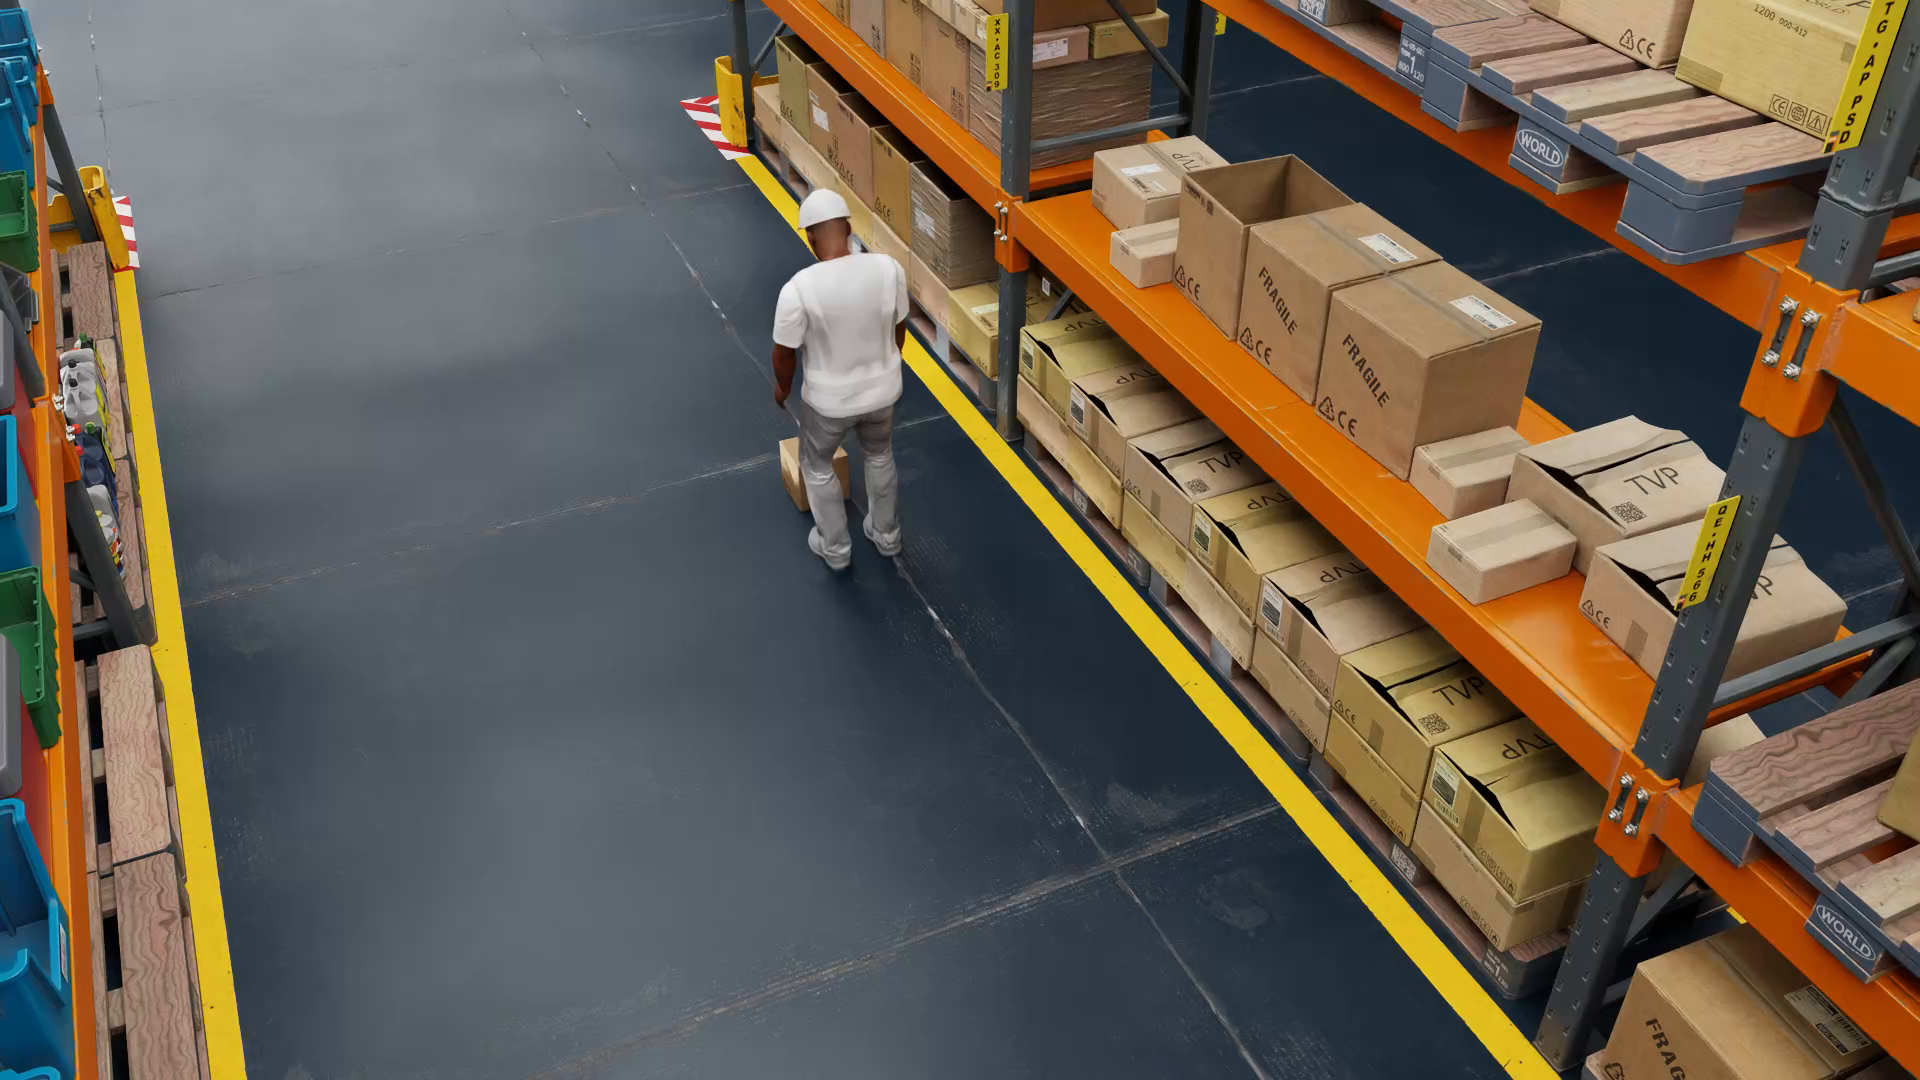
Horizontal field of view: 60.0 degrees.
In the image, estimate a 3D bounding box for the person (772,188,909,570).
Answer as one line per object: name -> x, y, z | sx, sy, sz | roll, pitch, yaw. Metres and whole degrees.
person -> -0.501, -0.649, 7.033 | 0.591, 1.718, 0.453 | -15, 39, -19
